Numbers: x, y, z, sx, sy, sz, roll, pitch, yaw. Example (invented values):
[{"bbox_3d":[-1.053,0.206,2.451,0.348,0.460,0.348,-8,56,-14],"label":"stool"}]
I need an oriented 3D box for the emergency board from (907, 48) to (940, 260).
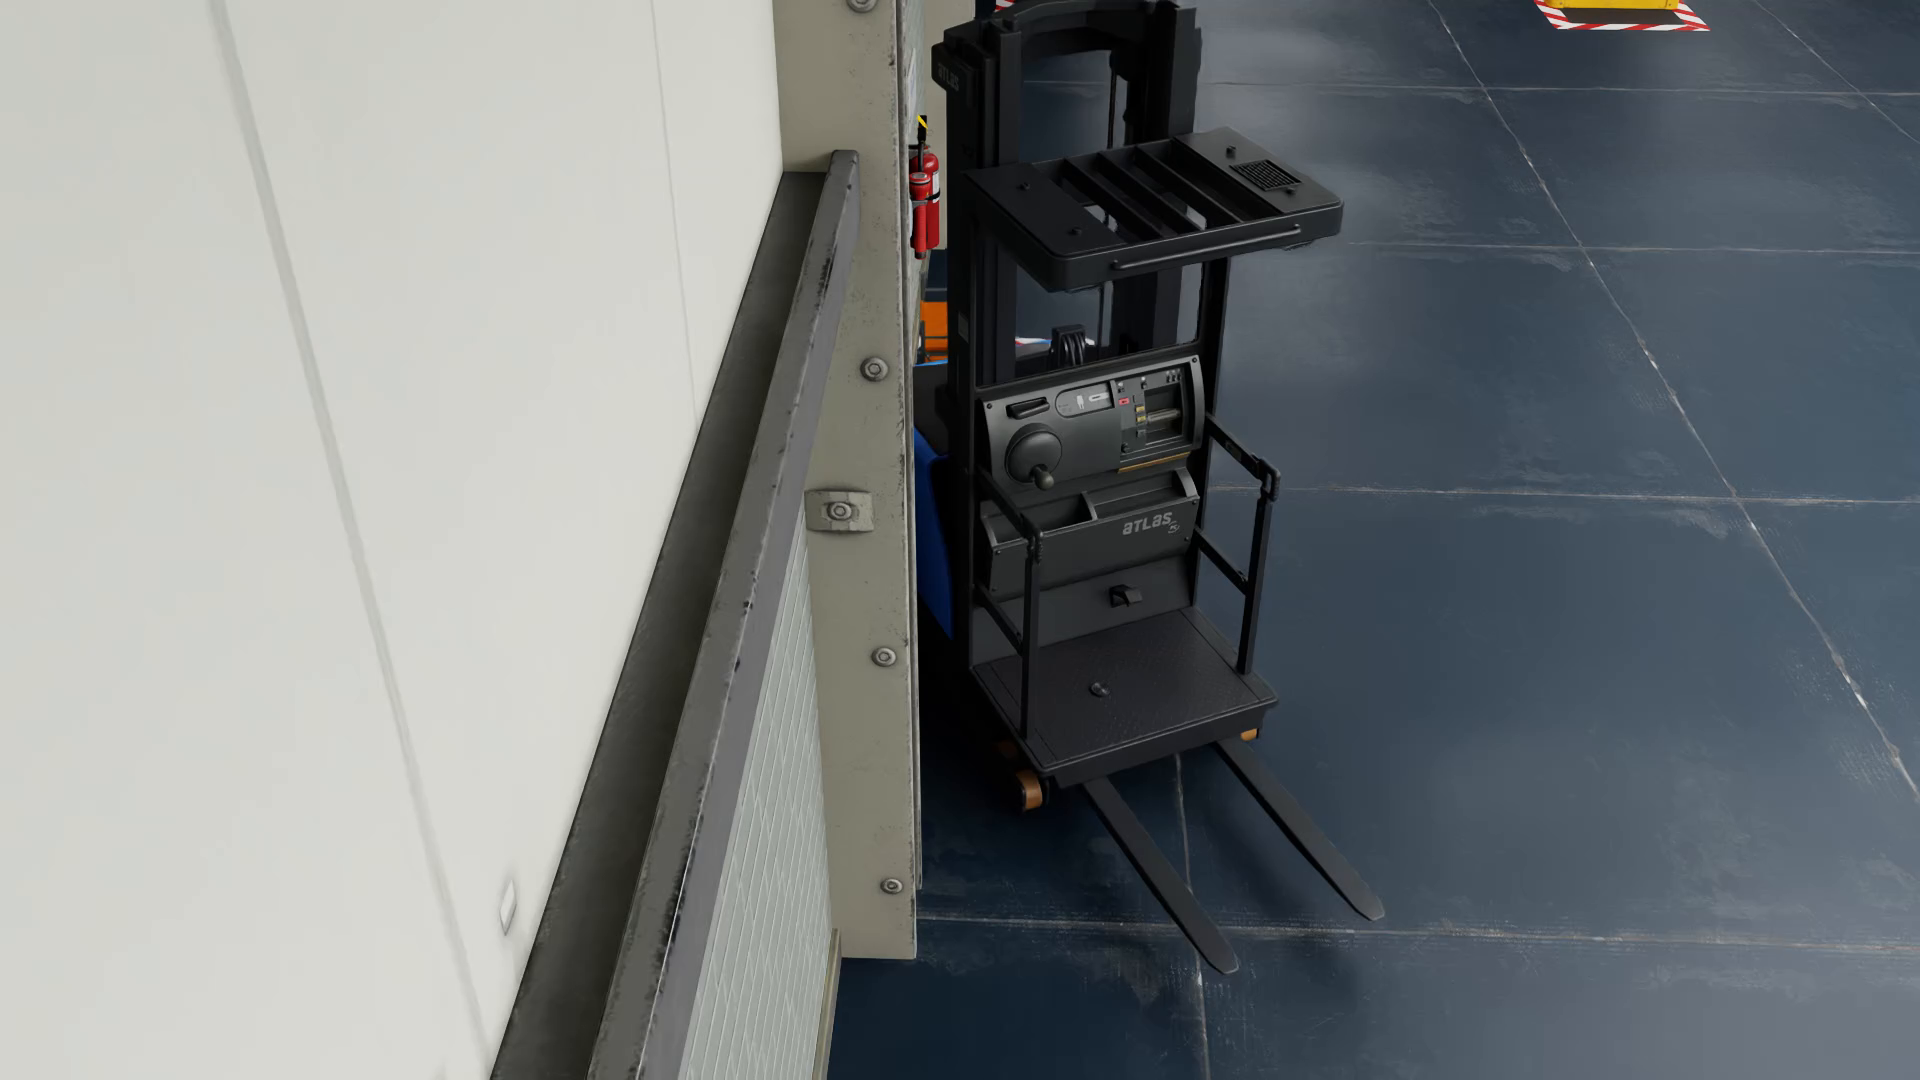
[{"bbox_3d":[-0.205,-1.842,8.263,0.194,1.169,0.643,1,35,2],"label":"emergency board"}]

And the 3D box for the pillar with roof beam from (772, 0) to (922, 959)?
[{"bbox_3d":[3.993,-2.169,3.510,9.100,9.000,0.400,1,35,2],"label":"pillar with roof beam"}]

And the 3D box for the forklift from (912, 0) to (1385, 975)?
[{"bbox_3d":[0.611,-0.393,6.260,1.130,2.935,3.031,-14,37,-19],"label":"forklift"}]

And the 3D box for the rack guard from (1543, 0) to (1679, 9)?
[{"bbox_3d":[5.959,-5.138,15.125,1.175,0.500,0.348,1,35,2],"label":"rack guard"}]

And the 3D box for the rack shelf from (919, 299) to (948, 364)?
[{"bbox_3d":[-0.064,-0.969,7.902,0.258,0.148,0.480,-1,35,-1],"label":"rack shelf"}]

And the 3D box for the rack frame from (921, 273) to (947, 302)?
[{"bbox_3d":[-0.069,-0.787,8.327,0.240,1.200,0.015,-1,35,-1],"label":"rack frame"}]

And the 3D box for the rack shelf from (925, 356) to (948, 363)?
[{"bbox_3d":[-0.064,-0.775,8.038,0.258,0.148,0.480,-1,35,-1],"label":"rack shelf"}]

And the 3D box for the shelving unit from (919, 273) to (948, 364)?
[{"bbox_3d":[-0.064,-0.647,8.127,0.258,1.200,0.503,-1,35,-1],"label":"shelving unit"}]

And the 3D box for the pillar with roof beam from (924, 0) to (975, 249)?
[{"bbox_3d":[4.234,-5.616,8.415,9.100,9.000,0.400,1,35,2],"label":"pillar with roof beam"}]

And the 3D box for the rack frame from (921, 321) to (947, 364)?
[{"bbox_3d":[-0.060,-0.507,7.928,0.240,1.200,0.015,-1,35,-1],"label":"rack frame"}]
